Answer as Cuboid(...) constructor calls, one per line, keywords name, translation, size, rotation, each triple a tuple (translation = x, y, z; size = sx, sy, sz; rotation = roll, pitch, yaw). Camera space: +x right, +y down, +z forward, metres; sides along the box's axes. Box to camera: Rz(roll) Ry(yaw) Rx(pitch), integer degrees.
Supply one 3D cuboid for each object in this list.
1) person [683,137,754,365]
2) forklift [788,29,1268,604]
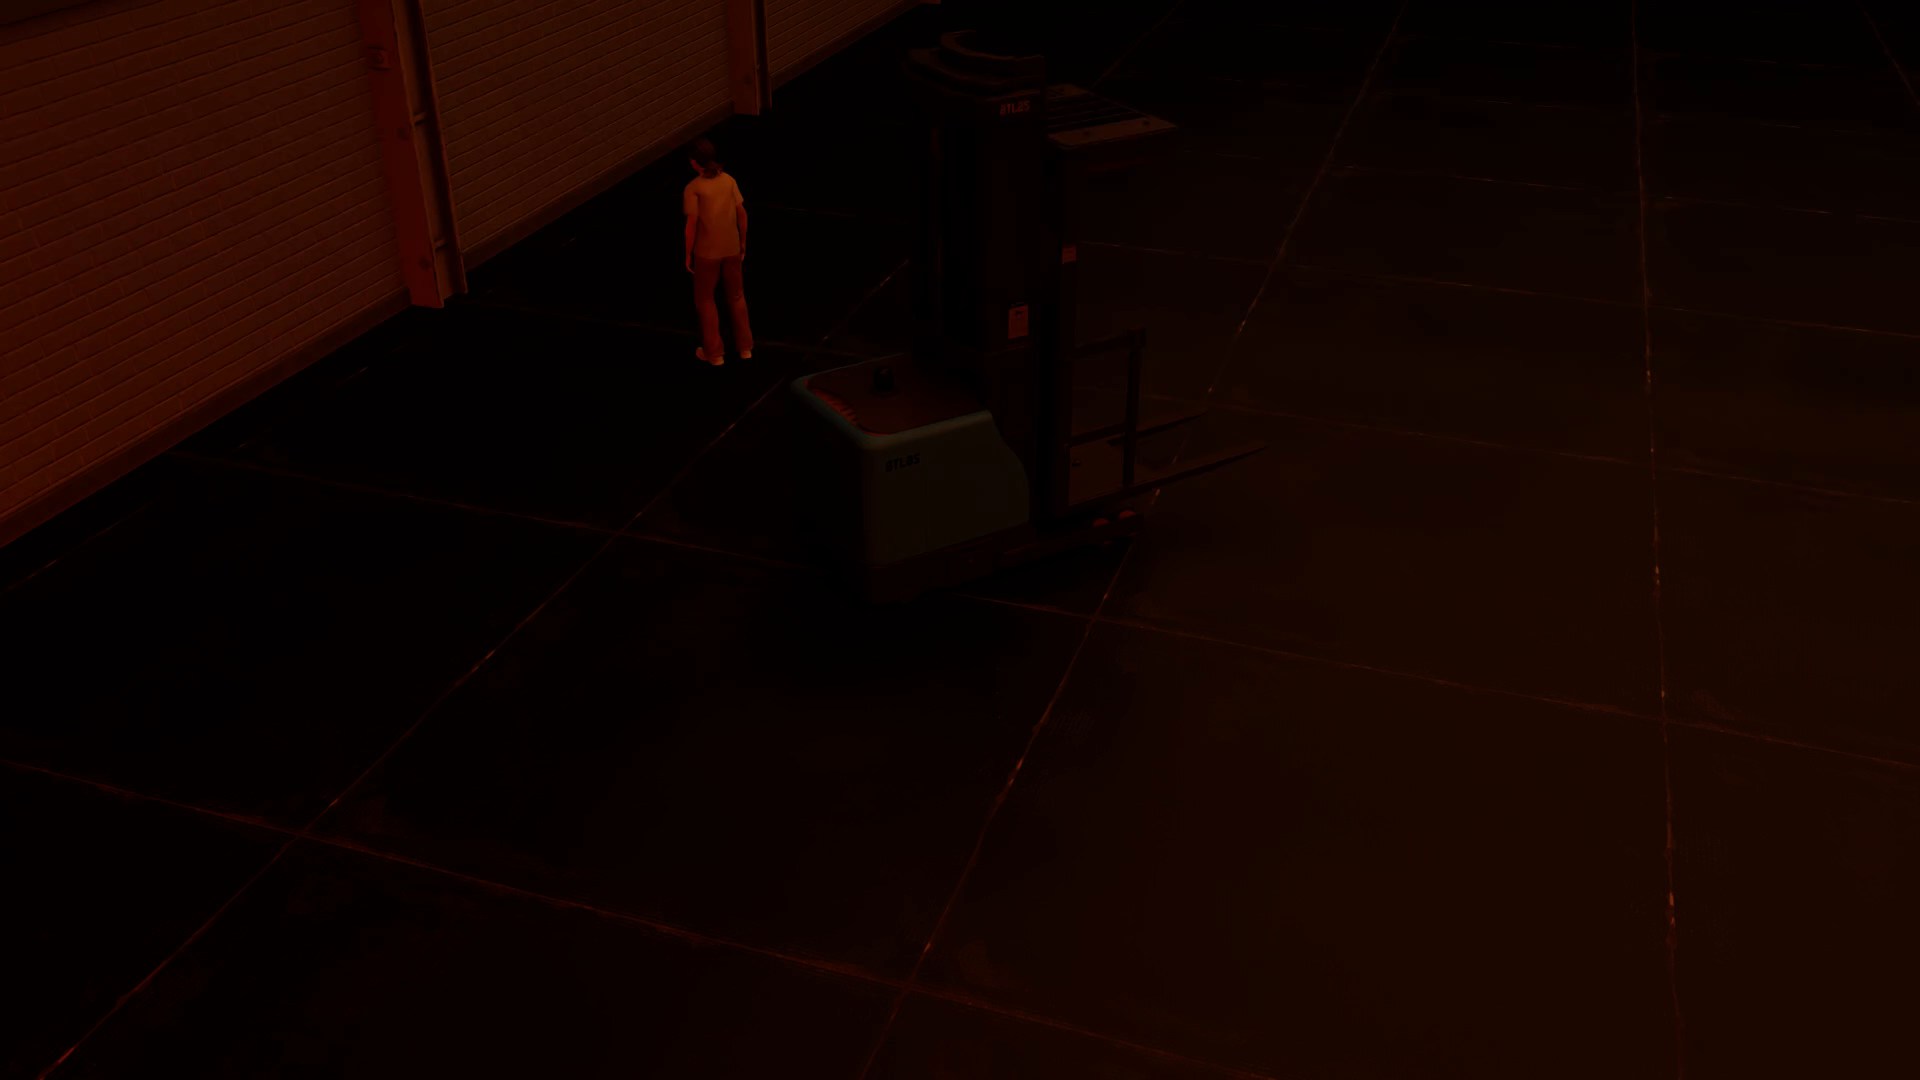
Cuboid(name="person", translation=(-1.777, -2.092, 12.079), size=(0.516, 1.671, 0.365), rotation=(-19, 35, -29))
Cuboid(name="forklift", translation=(0.523, -1.442, 9.667), size=(3.031, 2.935, 1.130), rotation=(-17, 34, -27))
